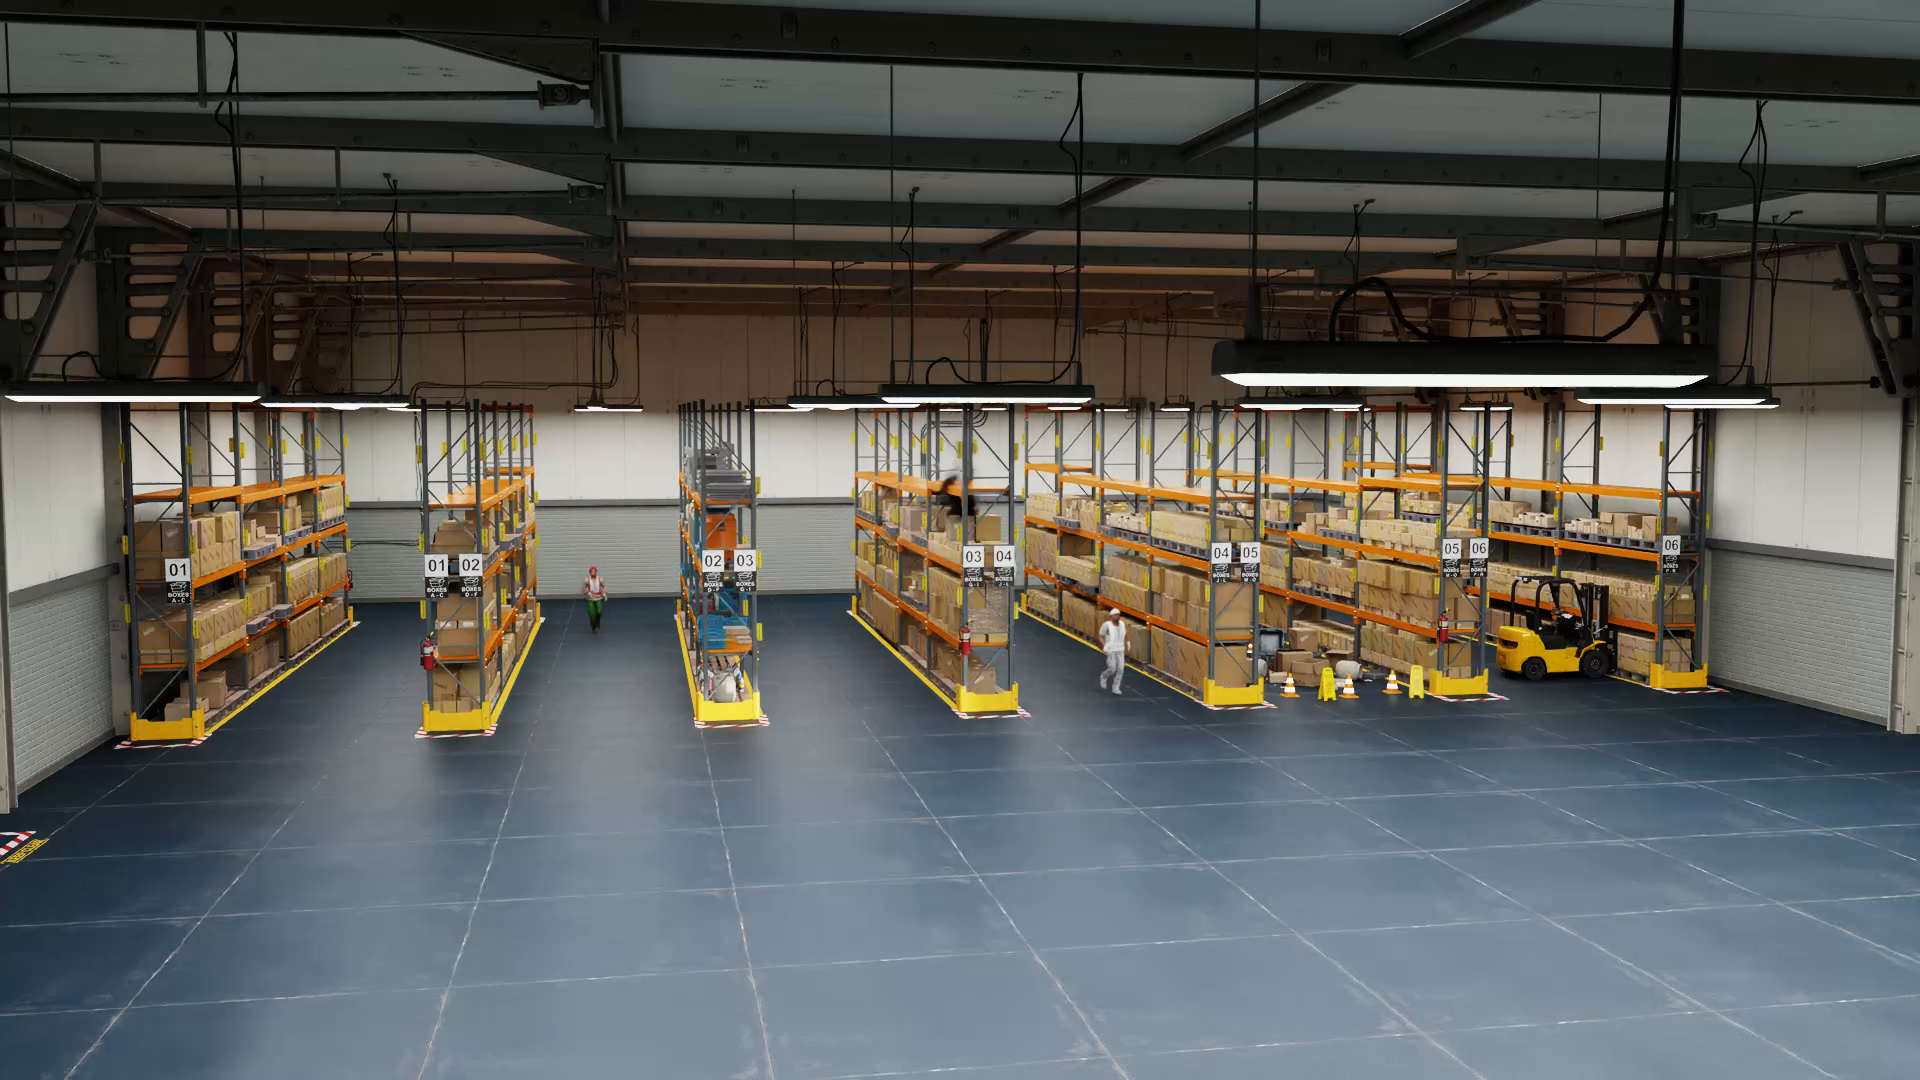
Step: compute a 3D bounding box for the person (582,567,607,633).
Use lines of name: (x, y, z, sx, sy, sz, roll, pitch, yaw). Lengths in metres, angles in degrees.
person: (-9.556, 1.569, 43.486, 0.650, 1.743, 0.578, -1, 5, -18)

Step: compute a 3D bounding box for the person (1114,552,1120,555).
person: (4.807, 1.134, 50.544, 0.602, 1.556, 0.529, 0, 4, -5)

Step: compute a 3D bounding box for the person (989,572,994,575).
person: (1.021, 1.152, 48.882, 0.912, 1.774, 0.687, -4, 6, -44)

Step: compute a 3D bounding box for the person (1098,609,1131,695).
person: (3.169, 2.274, 34.191, 0.704, 1.755, 0.619, -2, 5, -25)
